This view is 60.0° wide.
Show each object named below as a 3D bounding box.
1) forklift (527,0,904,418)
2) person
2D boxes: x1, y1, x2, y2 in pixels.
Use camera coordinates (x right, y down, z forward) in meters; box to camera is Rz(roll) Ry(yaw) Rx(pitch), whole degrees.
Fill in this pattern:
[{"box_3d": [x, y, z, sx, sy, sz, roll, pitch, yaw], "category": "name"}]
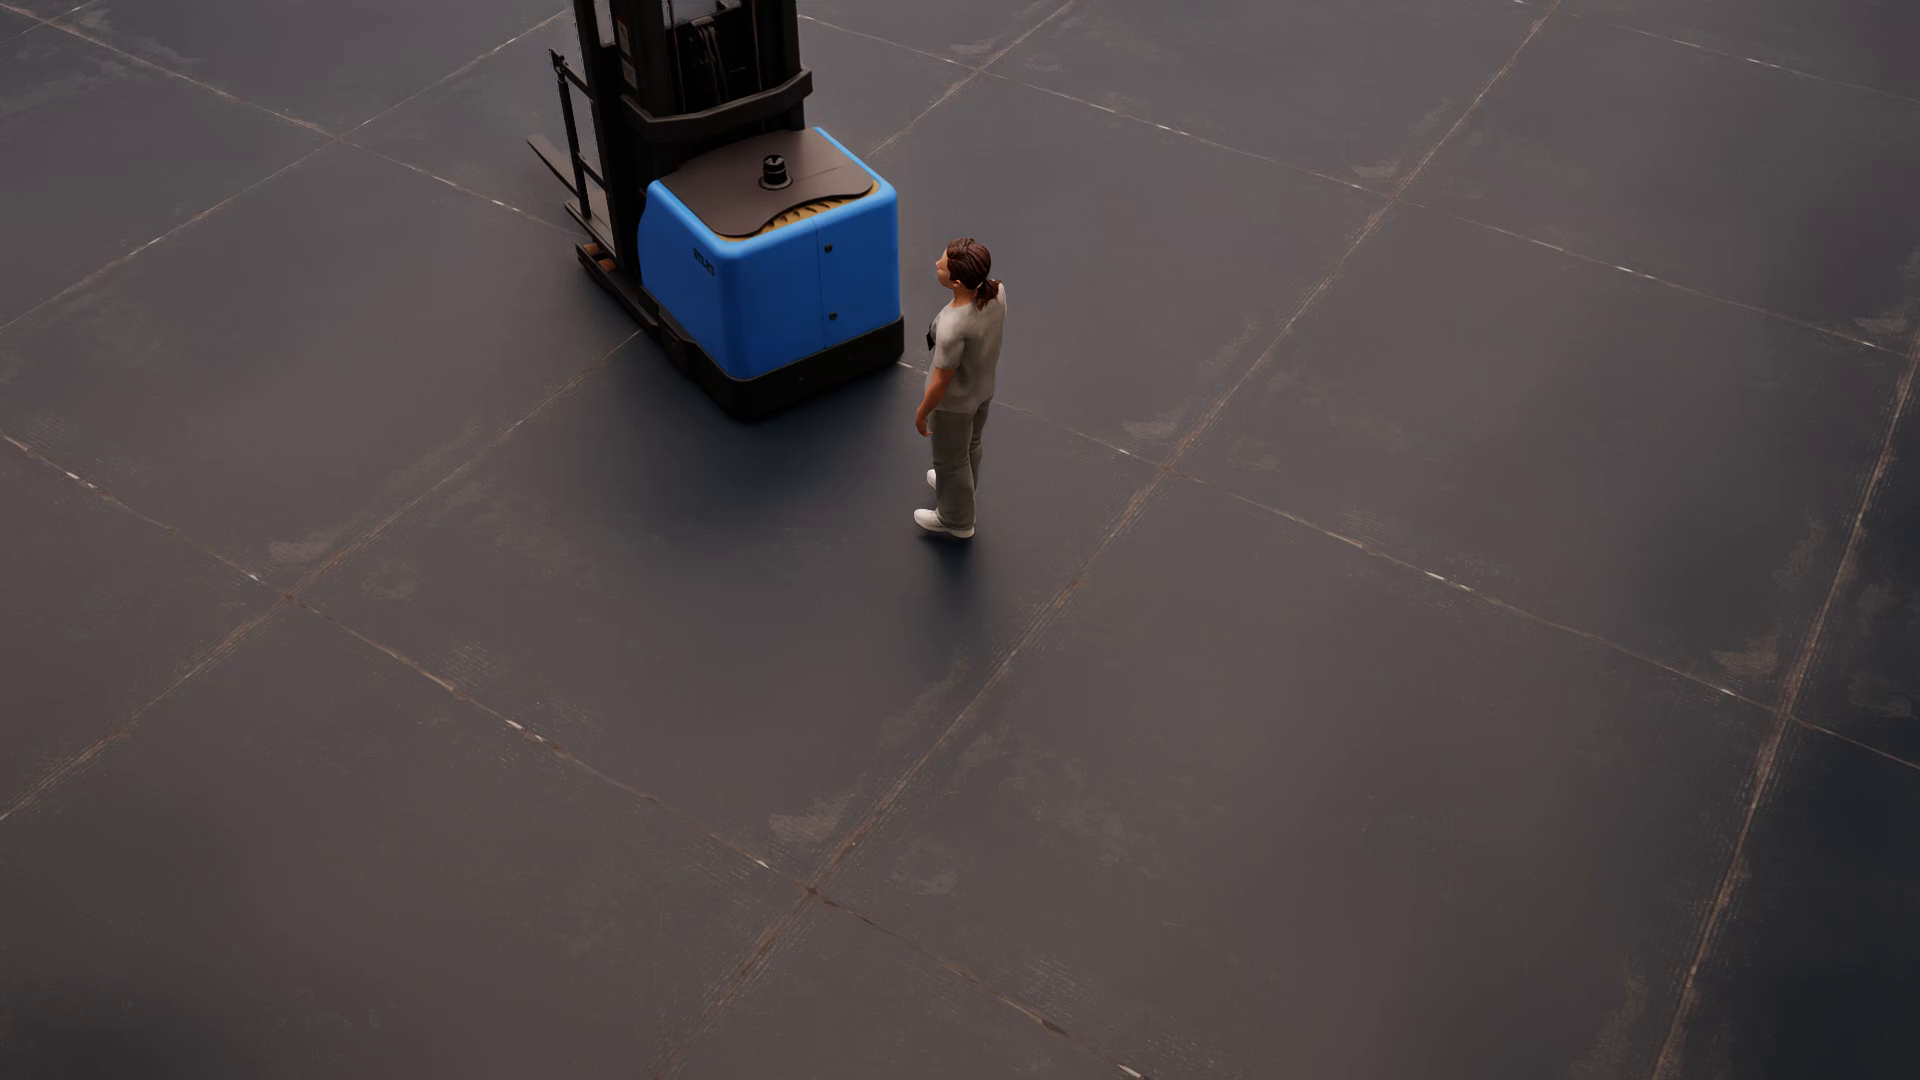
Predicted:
[{"box_3d": [-1.548, -2.672, 8.667, 1.130, 2.935, 3.031, -25, 49, -24], "category": "forklift"}, {"box_3d": [-0.054, -0.588, 7.492, 0.549, 1.427, 0.549, 24, 48, 23], "category": "person"}]
